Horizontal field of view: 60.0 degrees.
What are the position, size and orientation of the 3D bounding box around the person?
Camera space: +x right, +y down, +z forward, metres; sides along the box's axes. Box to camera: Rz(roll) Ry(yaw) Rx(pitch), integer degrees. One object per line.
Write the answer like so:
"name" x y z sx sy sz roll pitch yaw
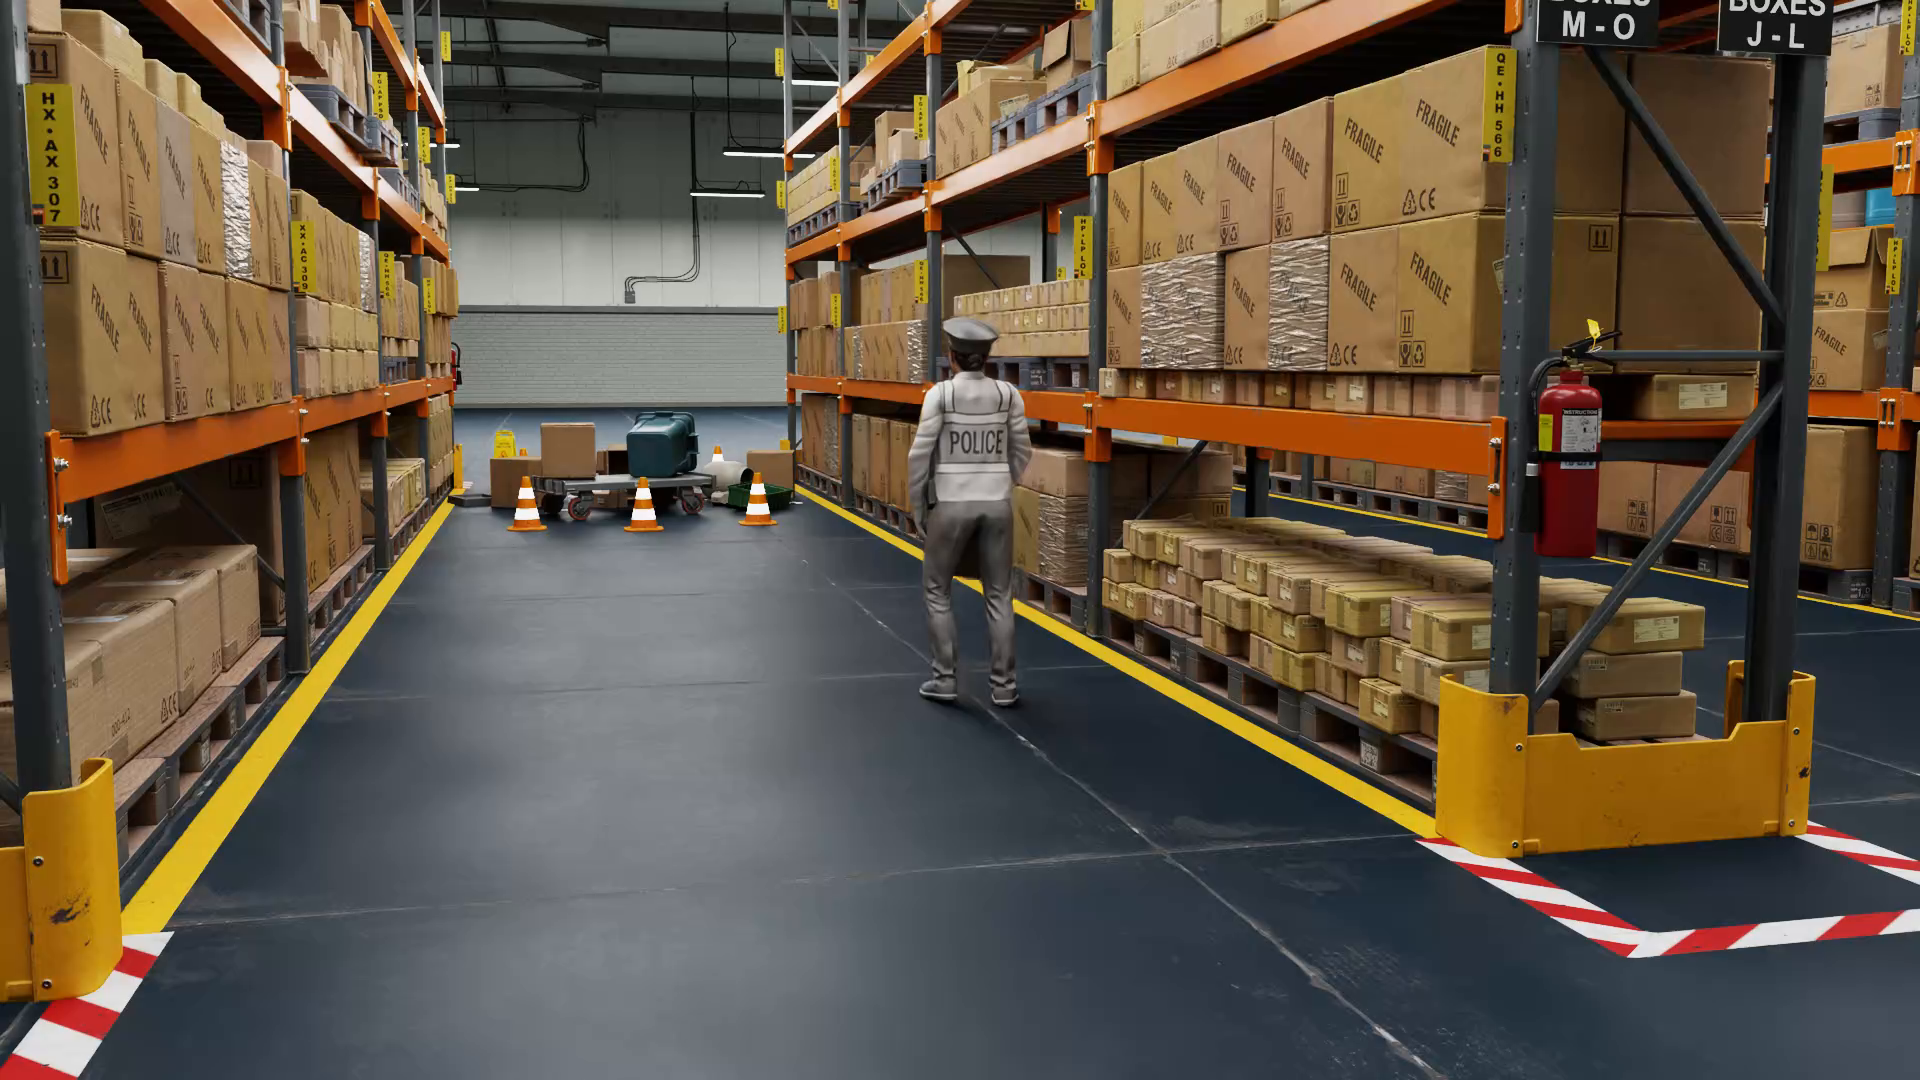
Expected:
"person" 0.033 -0.128 7.255 0.572 1.685 0.442 -2 6 -15
